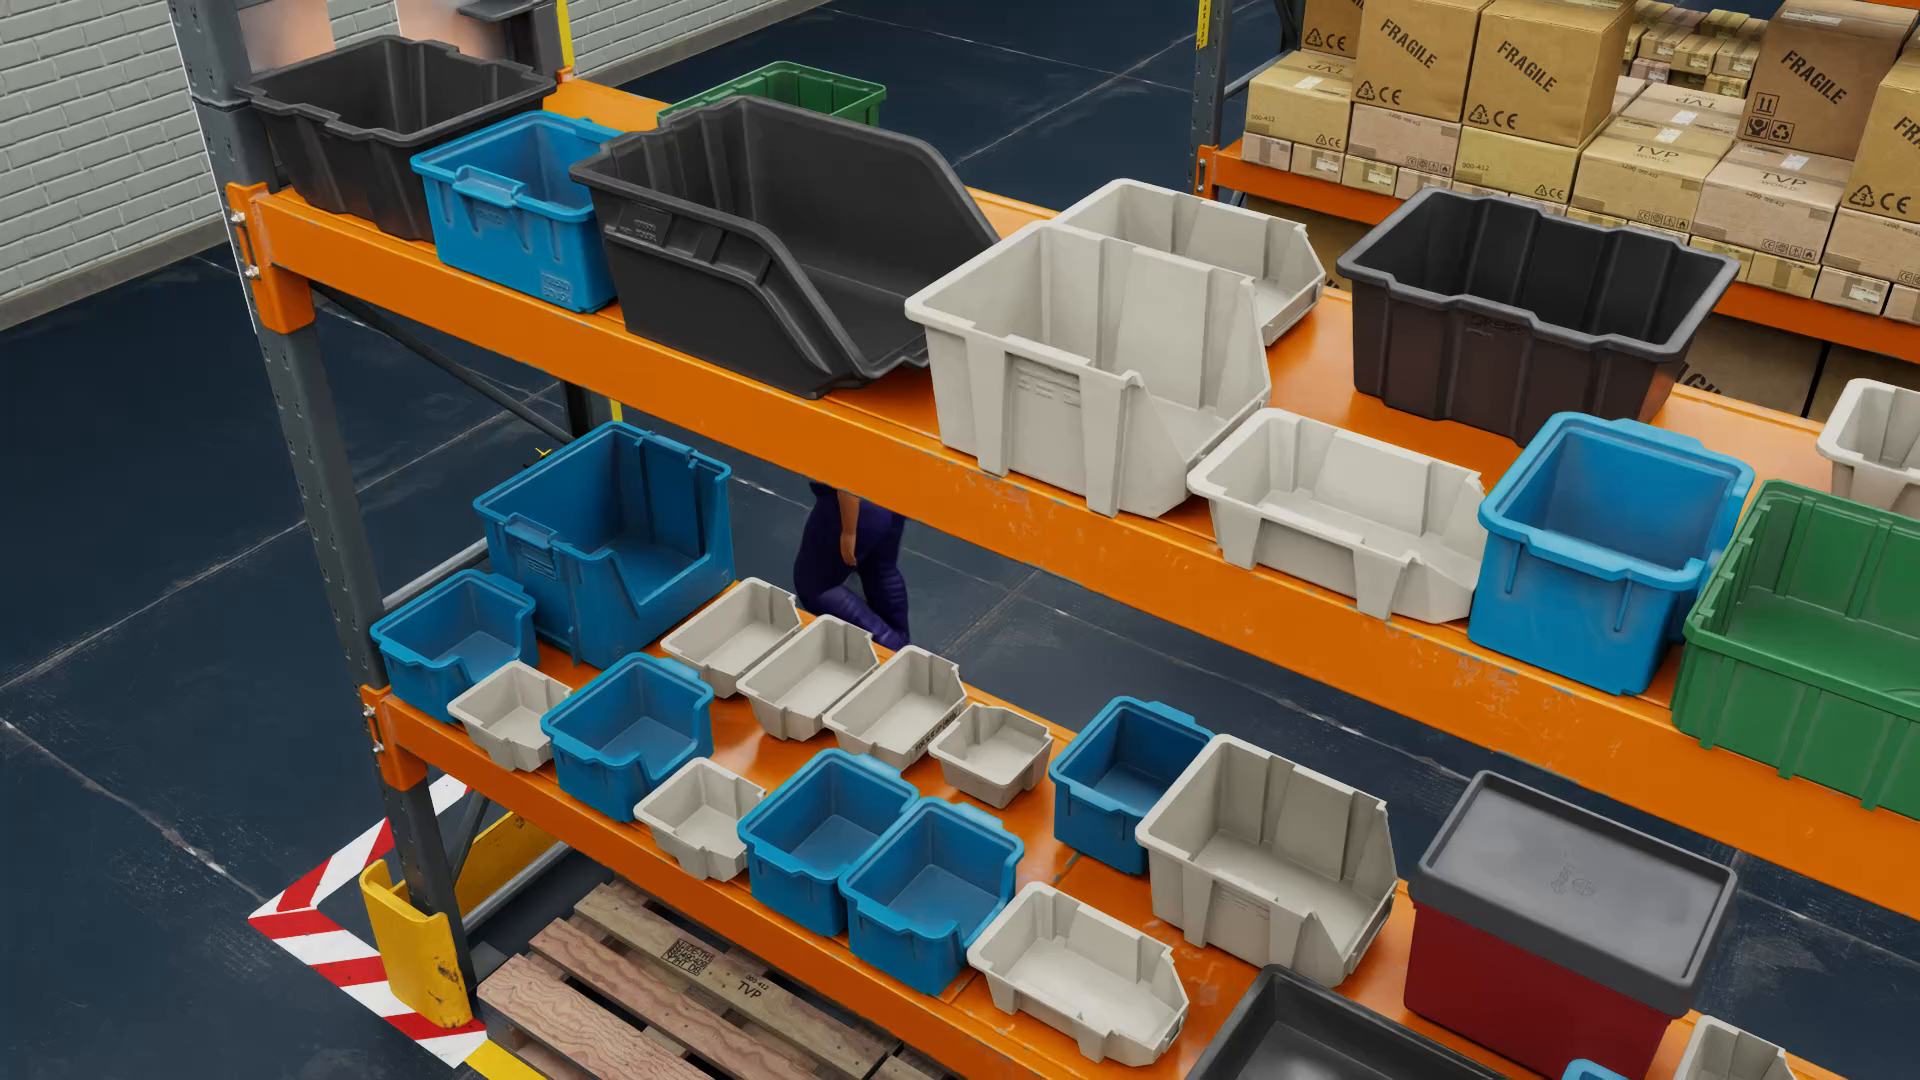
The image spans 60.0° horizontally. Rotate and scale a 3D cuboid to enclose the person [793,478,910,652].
[{"bbox_3d":[-0.370,-0.128,6.330,0.475,1.642,0.545,11,36,16],"label":"person"}]
